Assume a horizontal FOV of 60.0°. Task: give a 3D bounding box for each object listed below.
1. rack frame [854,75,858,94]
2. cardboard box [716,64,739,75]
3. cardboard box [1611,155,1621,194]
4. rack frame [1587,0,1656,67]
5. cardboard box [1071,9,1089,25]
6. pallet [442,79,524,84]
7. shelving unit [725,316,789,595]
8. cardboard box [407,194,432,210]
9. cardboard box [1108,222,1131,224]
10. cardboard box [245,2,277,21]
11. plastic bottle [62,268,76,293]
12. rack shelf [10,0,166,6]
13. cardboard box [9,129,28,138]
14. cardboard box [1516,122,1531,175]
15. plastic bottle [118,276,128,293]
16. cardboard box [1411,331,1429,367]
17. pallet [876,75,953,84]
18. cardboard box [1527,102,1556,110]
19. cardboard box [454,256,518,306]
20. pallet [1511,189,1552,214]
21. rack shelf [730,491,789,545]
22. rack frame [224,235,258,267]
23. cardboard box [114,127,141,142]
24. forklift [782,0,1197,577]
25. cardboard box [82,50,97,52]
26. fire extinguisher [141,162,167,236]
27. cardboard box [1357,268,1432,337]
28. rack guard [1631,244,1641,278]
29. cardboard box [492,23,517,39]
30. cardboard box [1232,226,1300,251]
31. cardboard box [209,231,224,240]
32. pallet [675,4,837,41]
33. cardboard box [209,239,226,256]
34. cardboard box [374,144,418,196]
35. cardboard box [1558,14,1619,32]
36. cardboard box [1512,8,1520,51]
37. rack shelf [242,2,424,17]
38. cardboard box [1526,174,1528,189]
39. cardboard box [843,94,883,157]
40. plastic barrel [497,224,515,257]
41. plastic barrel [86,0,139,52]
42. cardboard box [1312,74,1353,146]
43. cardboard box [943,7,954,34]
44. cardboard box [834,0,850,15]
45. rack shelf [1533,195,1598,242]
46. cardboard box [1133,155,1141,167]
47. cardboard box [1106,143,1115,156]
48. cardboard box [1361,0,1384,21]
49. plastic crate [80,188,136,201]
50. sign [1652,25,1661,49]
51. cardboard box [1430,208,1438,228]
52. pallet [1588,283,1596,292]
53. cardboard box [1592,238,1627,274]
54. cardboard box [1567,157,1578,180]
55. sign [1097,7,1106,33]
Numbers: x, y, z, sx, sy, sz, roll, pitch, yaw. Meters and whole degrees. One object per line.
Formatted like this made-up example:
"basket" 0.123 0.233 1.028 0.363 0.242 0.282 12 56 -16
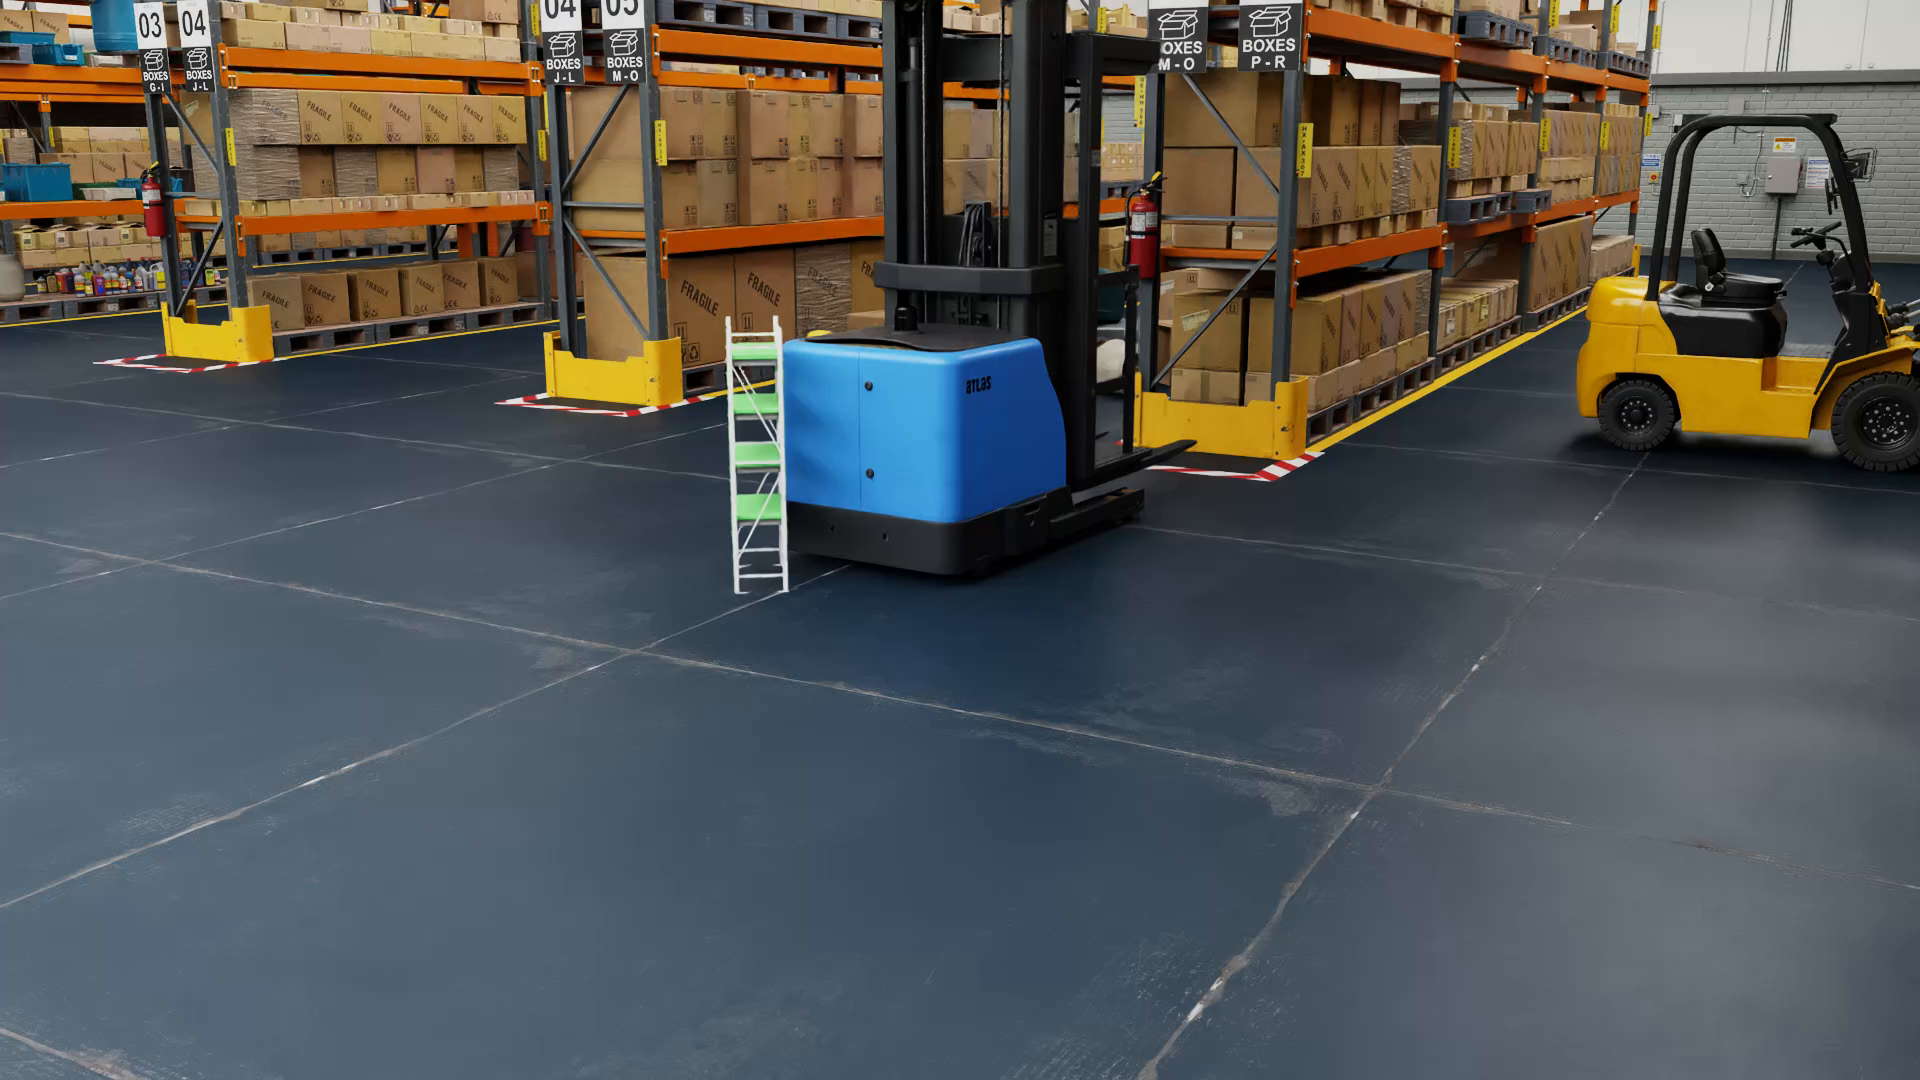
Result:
"rack frame" -1.223 -5.633 25.500 1.000 3.000 0.127 7 15 28
"cardboard box" -3.172 -6.073 21.242 0.500 0.250 0.500 7 15 28
"cardboard box" 8.401 -4.830 21.954 0.500 0.500 0.500 7 15 28
"rack frame" 9.385 -8.248 23.544 1.000 3.000 0.127 7 15 28
"cardboard box" 1.339 -6.328 20.136 0.396 0.266 0.258 7 15 28
"pallet" -7.037 -6.886 24.699 1.003 0.211 1.213 7 15 28
"shelving unit" -0.933 -0.398 7.625 0.258 1.200 0.503 -2 14 -8
"cardboard box" -5.675 -3.486 17.131 0.380 0.149 0.250 7 15 28
"cardboard box" 2.177 -3.902 21.155 0.500 0.250 0.500 8 15 28
"cardboard box" -6.479 -4.823 15.208 0.380 0.149 0.250 8 16 29
"plastic bottle" -10.617 -3.089 19.803 0.061 0.283 0.133 7 15 28
"rack shelf" -12.794 -7.898 24.481 1.077 0.370 4.000 7 15 28
"cardboard box" -16.306 -7.000 28.633 0.380 0.149 0.250 5 15 21
"cardboard box" 5.301 -3.855 16.380 0.500 0.500 0.500 7 15 27
"plastic bottle" -9.949 -3.034 19.750 0.097 0.201 0.097 0 14 0
"cardboard box" 3.534 -1.585 13.678 0.500 0.250 0.500 8 16 31
"pallet" -0.819 -7.215 25.850 1.003 0.211 1.213 7 15 28
"cardboard box" 7.322 -5.460 21.050 0.380 0.149 0.250 7 15 27
"cardboard box" -5.319 -2.903 18.614 0.500 0.500 0.500 7 15 26
"pallet" 5.267 -3.438 16.805 1.213 0.211 1.003 7 15 28
"rack shelf" -0.933 -0.103 7.696 0.258 0.148 0.480 -2 14 -8
"rack frame" -11.827 -5.936 26.755 1.000 3.000 0.127 7 15 28
"cardboard box" -15.223 -7.341 30.093 0.500 0.250 0.500 7 15 28
"forklift" 0.344 -1.551 8.715 1.130 2.935 3.031 8 16 31
"cardboard box" -12.783 -7.090 24.566 0.500 0.250 0.500 6 15 23
"fire extinguisher" -7.483 -3.162 15.416 0.296 0.674 0.183 7 15 28
"cardboard box" 3.533 -1.949 13.590 0.500 0.500 0.500 7 15 27
"rack guard" 9.397 -4.121 24.560 1.175 0.500 0.348 7 15 28
"cardboard box" -4.995 -5.472 17.899 0.380 0.149 0.250 8 16 30
"cardboard box" 1.996 -1.973 10.852 0.380 0.149 0.250 7 15 28
"cardboard box" -11.865 -4.941 26.401 0.500 0.311 0.500 8 16 30
"pallet" -1.793 -4.408 14.208 1.003 0.211 1.213 7 15 28
"cardboard box" -11.868 -4.668 26.465 0.500 0.250 0.500 8 16 29
"cardboard box" -6.066 -3.789 17.004 0.875 0.500 0.500 7 15 28
"cardboard box" 8.075 -6.552 21.581 0.797 0.503 0.637 9 16 32
"cardboard box" 5.051 -5.003 16.274 0.700 0.500 0.500 7 15 28
"rack shelf" -10.860 -8.718 27.885 1.077 0.370 4.000 7 15 28
"cardboard box" 5.499 -3.615 16.767 0.380 0.149 0.250 8 16 29
"cardboard box" -1.170 -3.809 15.310 0.875 0.550 0.550 7 15 28
"plastic barrel" -7.077 -4.597 25.613 0.421 0.512 0.421 0 14 0
"plastic barrel" -10.001 -6.267 19.763 0.600 0.901 0.708 7 15 28
"cardboard box" 2.477 -3.163 12.273 0.700 0.500 0.500 7 15 28
"cardboard box" -0.393 -5.326 17.034 0.500 0.250 0.500 7 15 28
"cardboard box" -1.185 -4.679 14.567 0.380 0.149 0.250 8 16 29
"rack shelf" 6.485 -3.750 19.225 1.077 0.370 4.000 7 15 28
"cardboard box" 2.044 -4.747 20.828 0.380 0.149 0.250 7 15 28
"cardboard box" 1.657 -4.730 20.122 0.380 0.149 0.250 7 15 27
"cardboard box" 2.716 -3.681 11.540 0.380 0.149 0.250 8 15 29
"plastic crate" -9.990 -4.063 19.550 0.530 0.136 0.437 7 15 28
"sign" 9.854 -7.117 23.534 0.100 0.325 0.005 7 15 28
"cardboard box" 3.696 -2.647 13.647 0.380 0.149 0.250 7 15 27
"pallet" 7.888 -3.302 21.780 1.003 0.211 1.213 7 15 28
"cardboard box" 8.719 -3.954 23.106 0.875 0.438 0.875 8 16 30
"cardboard box" 6.738 -4.245 18.996 0.500 0.250 0.500 8 16 29
"sign" 1.618 -5.913 18.990 0.100 0.325 0.005 7 15 28
